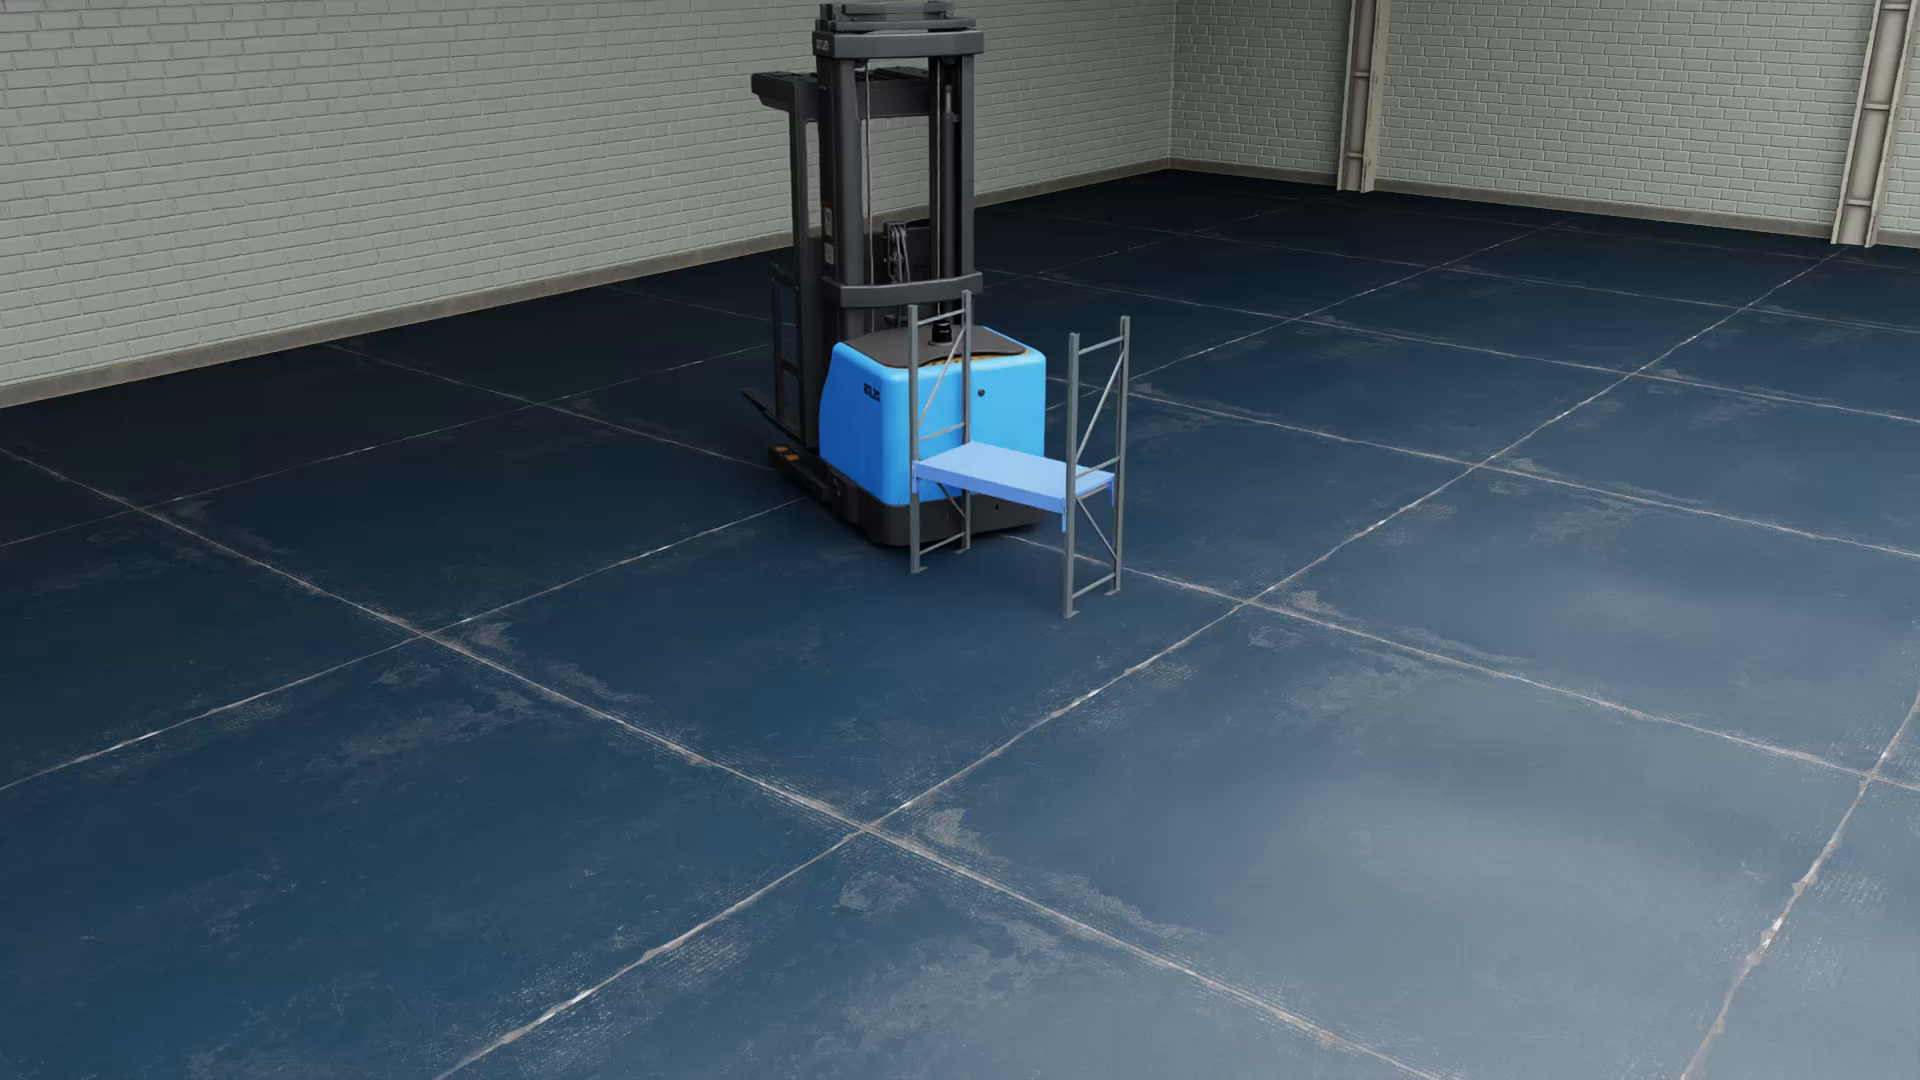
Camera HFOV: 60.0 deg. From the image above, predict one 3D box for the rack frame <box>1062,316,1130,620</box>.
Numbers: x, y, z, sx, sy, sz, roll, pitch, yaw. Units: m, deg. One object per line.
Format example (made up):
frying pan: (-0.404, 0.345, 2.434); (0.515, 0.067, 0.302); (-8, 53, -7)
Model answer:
rack frame: (0.695, -0.362, 8.504); (0.032, 1.500, 0.500); (15, 26, 35)

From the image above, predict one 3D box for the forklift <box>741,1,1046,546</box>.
forklift: (-0.598, -1.817, 10.333); (1.130, 2.935, 3.031); (-10, 23, -24)

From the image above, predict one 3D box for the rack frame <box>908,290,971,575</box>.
rack frame: (-0.106, -0.583, 9.090); (0.032, 1.500, 0.500); (15, 26, 35)

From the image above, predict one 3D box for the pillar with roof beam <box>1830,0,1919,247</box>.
pillar with roof beam: (7.133, -6.307, 13.640); (0.400, 9.000, 9.100); (16, 26, 36)

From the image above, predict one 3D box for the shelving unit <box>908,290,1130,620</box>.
shelving unit: (0.294, -0.473, 8.797); (1.048, 1.500, 0.538); (15, 26, 35)

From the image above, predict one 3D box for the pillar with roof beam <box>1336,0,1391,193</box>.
pillar with roof beam: (2.484, -7.646, 17.190); (0.400, 9.000, 9.100); (16, 26, 36)

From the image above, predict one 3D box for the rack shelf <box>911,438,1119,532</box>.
rack shelf: (0.294, -0.305, 8.860); (1.000, 0.185, 0.538); (15, 26, 35)
